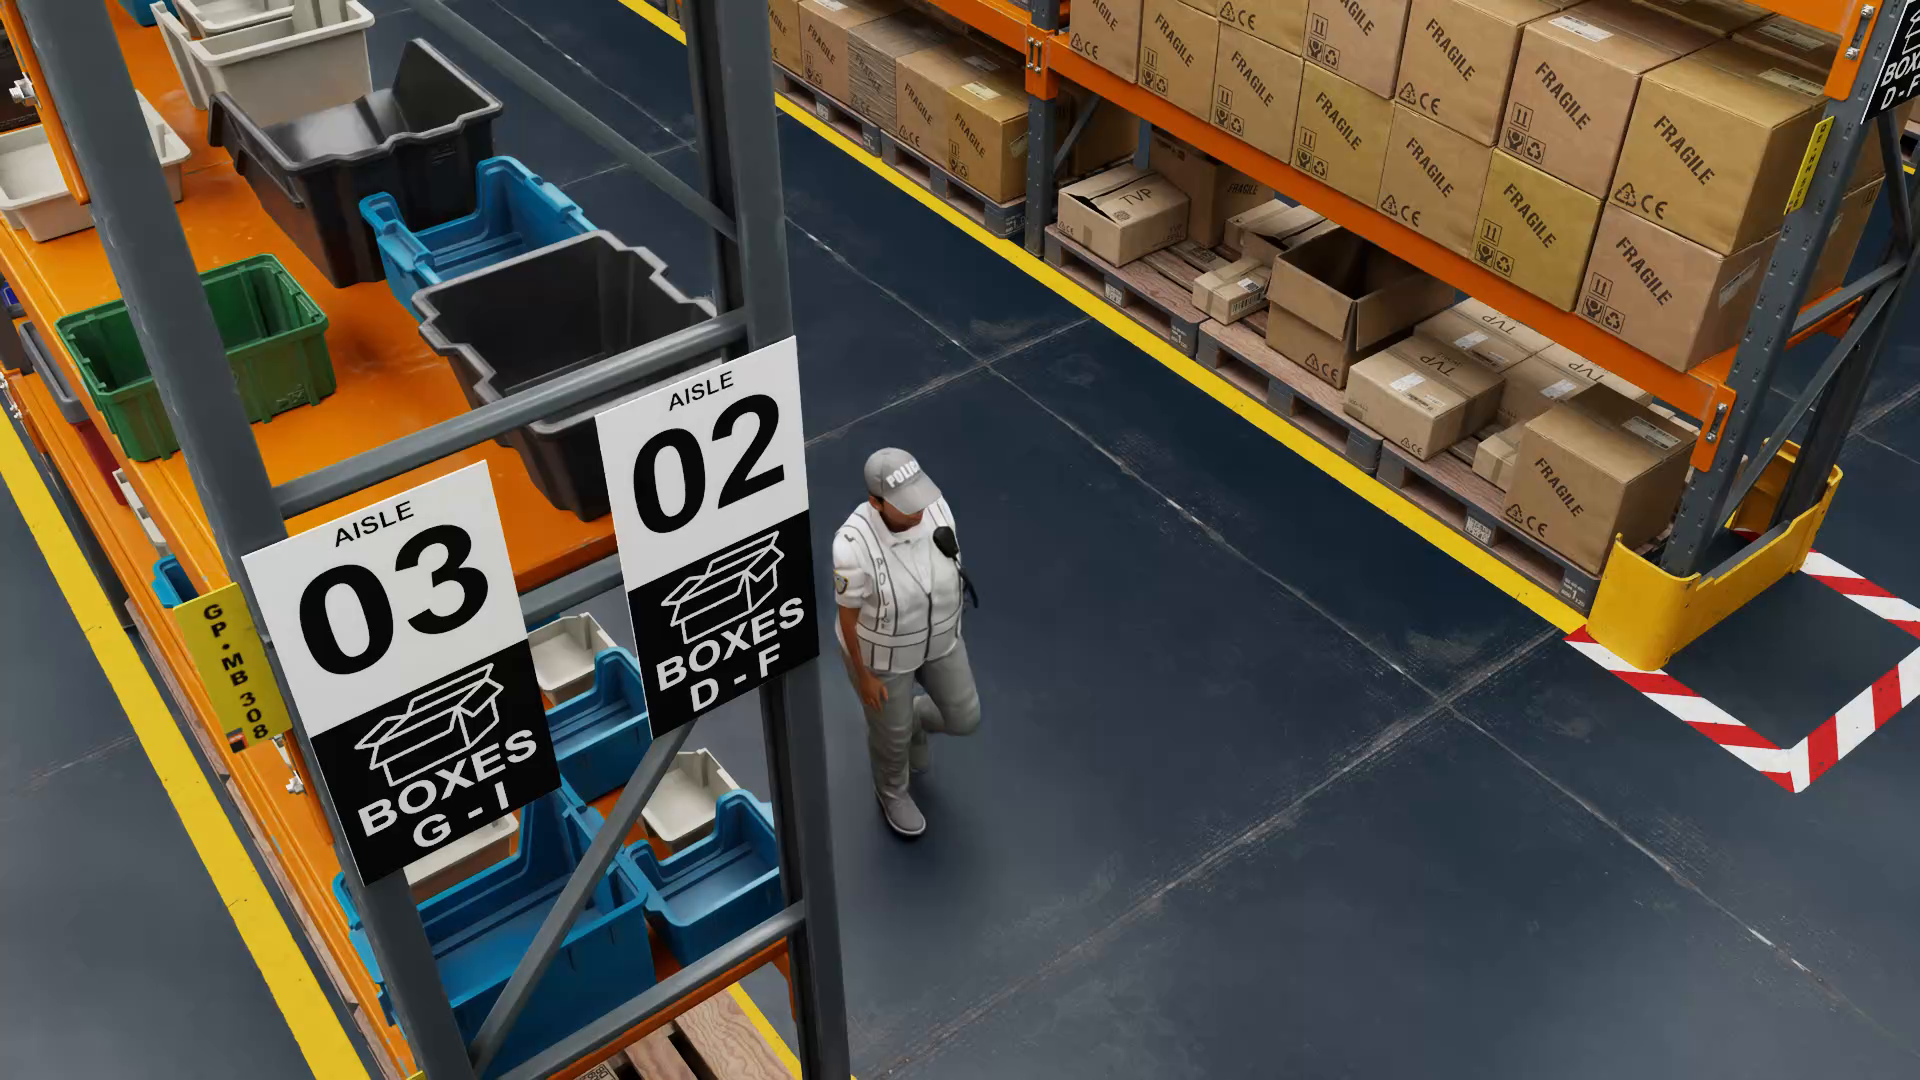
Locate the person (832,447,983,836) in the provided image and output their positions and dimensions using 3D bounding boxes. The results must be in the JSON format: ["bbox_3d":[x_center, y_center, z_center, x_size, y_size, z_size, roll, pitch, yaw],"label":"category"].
[{"bbox_3d":[-0.206,0.331,5.731,0.486,1.654,0.479,-23,46,-25],"label":"person"}]
